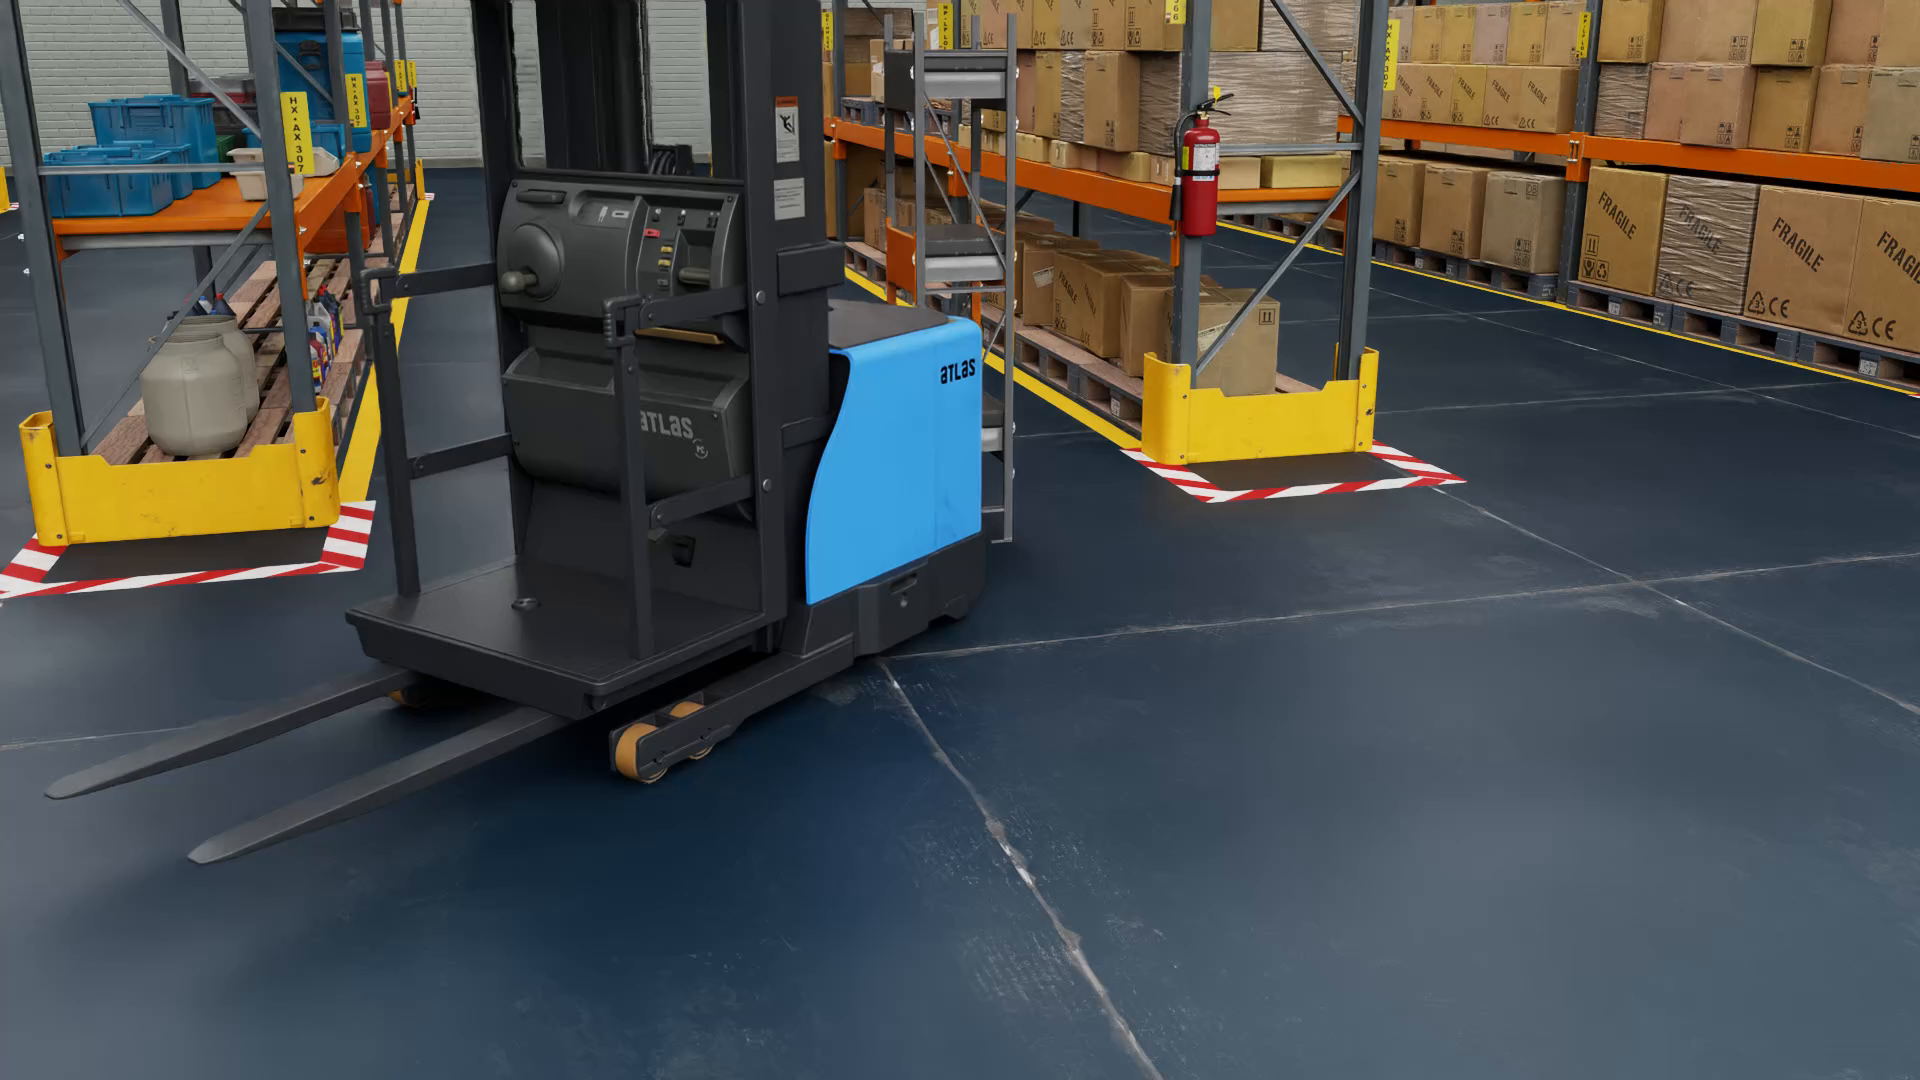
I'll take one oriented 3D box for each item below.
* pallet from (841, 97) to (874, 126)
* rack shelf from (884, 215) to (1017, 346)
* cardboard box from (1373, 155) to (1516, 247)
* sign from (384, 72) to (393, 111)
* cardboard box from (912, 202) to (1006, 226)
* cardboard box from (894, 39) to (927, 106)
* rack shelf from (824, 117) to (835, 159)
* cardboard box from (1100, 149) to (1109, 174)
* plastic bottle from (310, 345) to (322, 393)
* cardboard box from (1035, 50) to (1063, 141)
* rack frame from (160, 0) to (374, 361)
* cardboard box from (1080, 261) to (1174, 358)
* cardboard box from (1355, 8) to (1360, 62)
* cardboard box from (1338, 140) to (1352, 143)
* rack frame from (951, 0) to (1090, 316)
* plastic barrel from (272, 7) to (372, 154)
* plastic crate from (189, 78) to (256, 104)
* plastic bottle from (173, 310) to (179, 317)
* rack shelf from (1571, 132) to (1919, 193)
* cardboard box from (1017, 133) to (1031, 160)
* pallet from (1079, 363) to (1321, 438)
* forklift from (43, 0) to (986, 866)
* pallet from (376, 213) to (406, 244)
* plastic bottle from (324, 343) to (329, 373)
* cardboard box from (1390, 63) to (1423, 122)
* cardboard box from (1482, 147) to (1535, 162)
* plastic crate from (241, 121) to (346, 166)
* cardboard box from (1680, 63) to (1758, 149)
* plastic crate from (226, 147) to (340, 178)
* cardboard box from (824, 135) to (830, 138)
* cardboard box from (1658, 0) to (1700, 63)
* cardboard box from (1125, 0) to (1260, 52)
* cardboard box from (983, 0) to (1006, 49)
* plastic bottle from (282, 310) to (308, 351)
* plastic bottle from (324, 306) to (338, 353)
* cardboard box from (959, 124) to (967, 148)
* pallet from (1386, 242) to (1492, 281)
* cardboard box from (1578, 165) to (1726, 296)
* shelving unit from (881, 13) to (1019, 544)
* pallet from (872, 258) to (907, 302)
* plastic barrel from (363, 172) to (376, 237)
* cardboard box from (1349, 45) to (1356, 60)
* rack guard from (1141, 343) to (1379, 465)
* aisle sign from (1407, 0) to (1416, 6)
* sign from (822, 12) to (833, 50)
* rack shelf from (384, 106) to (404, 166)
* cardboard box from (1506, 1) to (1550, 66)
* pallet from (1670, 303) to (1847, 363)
[{"bbox_3d":[-0.366,-3.806,14.741,1.213,0.211,1.003,-5,17,-15],"label":"pallet"},{"bbox_3d":[-0.045,-1.038,6.806,0.431,0.518,0.480,-5,17,-15],"label":"rack shelf"},{"bbox_3d":[4.457,-3.157,15.429,1.050,0.750,0.750,-4,17,-14],"label":"cardboard box"},{"bbox_3d":[-4.899,-3.818,14.166,0.100,0.325,0.005,-5,17,-15],"label":"sign"},{"bbox_3d":[0.020,-2.453,13.485,0.700,0.500,0.500,-6,18,-20],"label":"cardboard box"},{"bbox_3d":[-0.130,-3.703,13.155,0.797,0.503,0.637,-3,17,-10],"label":"cardboard box"},{"bbox_3d":[-1.214,-4.295,17.287,1.077,0.370,4.000,-5,17,-15],"label":"rack shelf"},{"bbox_3d":[0.989,-2.093,9.142,0.380,0.149,0.250,-5,17,-15],"label":"cardboard box"},{"bbox_3d":[-3.426,-0.912,8.752,0.097,0.271,0.097,0,17,0],"label":"plastic bottle"},{"bbox_3d":[0.935,-2.628,9.796,0.875,0.500,0.500,-5,17,-15],"label":"cardboard box"},{"bbox_3d":[-4.327,-2.588,10.355,1.000,3.000,0.127,-5,17,-15],"label":"rack frame"},{"bbox_3d":[1.028,-1.389,9.977,0.500,0.500,0.500,-3,17,-10],"label":"cardboard box"},{"bbox_3d":[4.246,-4.852,15.980,0.700,0.500,0.500,-5,17,-16],"label":"cardboard box"},{"bbox_3d":[4.036,-4.164,17.911,0.500,0.250,0.500,-5,17,-16],"label":"cardboard box"},{"bbox_3d":[0.435,-2.980,11.658,1.000,3.000,0.127,-5,17,-15],"label":"rack frame"},{"bbox_3d":[-4.142,-2.959,10.718,0.600,0.901,0.708,-5,17,-15],"label":"plastic barrel"},{"bbox_3d":[-4.754,-2.729,10.711,0.402,0.464,0.583,-5,17,-15],"label":"plastic crate"},{"bbox_3d":[-4.336,-1.104,9.255,0.144,0.351,0.185,-5,17,-16],"label":"plastic bottle"},{"bbox_3d":[5.782,-2.446,11.133,1.077,0.370,4.000,-5,17,-15],"label":"rack shelf"},{"bbox_3d":[0.572,-2.433,10.273,0.380,0.149,0.250,-5,17,-15],"label":"cardboard box"},{"bbox_3d":[1.324,-0.787,9.204,1.003,0.211,1.213,-5,17,-15],"label":"pallet"},{"bbox_3d":[-1.145,-0.875,4.771,1.130,2.935,3.031,11,20,32],"label":"forklift"},{"bbox_3d":[-6.354,-3.249,17.401,1.003,0.211,1.213,-5,17,-15],"label":"pallet"},{"bbox_3d":[-3.575,-1.028,9.261,0.097,0.201,0.097,0,17,0],"label":"plastic bottle"},{"bbox_3d":[4.277,-4.073,15.123,0.500,0.500,0.500,-5,17,-15],"label":"cardboard box"},{"bbox_3d":[7.696,-5.132,22.548,0.875,0.438,0.875,-5,17,-16],"label":"cardboard box"},{"bbox_3d":[-3.762,-2.232,9.429,0.499,0.251,0.616,-5,17,-15],"label":"plastic crate"},{"bbox_3d":[5.553,-3.006,11.484,0.875,0.550,0.550,-5,17,-15],"label":"cardboard box"},{"bbox_3d":[-3.637,-2.033,8.964,0.530,0.136,0.437,-5,17,-15],"label":"plastic crate"},{"bbox_3d":[-1.071,-3.710,17.051,1.225,0.875,0.875,-5,17,-15],"label":"cardboard box"},{"bbox_3d":[5.563,-3.685,11.869,0.875,0.550,0.550,-5,17,-15],"label":"cardboard box"},{"bbox_3d":[1.146,-2.675,8.215,0.500,0.500,0.500,-5,17,-15],"label":"cardboard box"},{"bbox_3d":[0.453,-3.366,10.516,0.500,0.500,0.500,-5,17,-15],"label":"cardboard box"},{"bbox_3d":[-3.956,-1.267,9.927,0.152,0.276,0.135,-5,17,-15],"label":"plastic bottle"},{"bbox_3d":[-3.735,-1.248,9.849,0.061,0.283,0.133,-4,17,-12],"label":"plastic bottle"},{"bbox_3d":[0.205,-2.776,11.417,0.380,0.149,0.250,-5,17,-15],"label":"cardboard box"},{"bbox_3d":[4.608,-2.554,15.088,1.003,0.211,1.213,-5,17,-15],"label":"pallet"},{"bbox_3d":[5.337,-2.348,12.518,0.875,0.875,0.875,-4,17,-14],"label":"cardboard box"},{"bbox_3d":[-0.045,-1.051,6.802,0.431,2.100,0.503,-5,17,-15],"label":"shelving unit"},{"bbox_3d":[-0.119,-2.198,13.902,1.003,0.211,1.213,-5,17,-15],"label":"pallet"},{"bbox_3d":[-5.888,-3.187,15.811,0.600,0.588,0.708,-5,17,-15],"label":"plastic barrel"},{"bbox_3d":[4.191,-4.961,16.925,0.380,0.149,0.250,-5,17,-15],"label":"cardboard box"},{"bbox_3d":[1.514,-0.697,8.405,1.175,0.500,0.348,-5,17,-15],"label":"rack guard"},{"bbox_3d":[6.944,-8.372,25.091,0.394,0.787,0.004,-5,17,-15],"label":"aisle sign"},{"bbox_3d":[-1.197,-4.596,15.026,0.100,0.325,0.005,-5,17,-15],"label":"sign"},{"bbox_3d":[-5.976,-3.903,15.983,1.077,0.370,4.000,-5,17,-15],"label":"rack shelf"},{"bbox_3d":[4.947,-4.150,13.641,0.700,0.500,0.500,-5,17,-16],"label":"cardboard box"},{"bbox_3d":[5.705,-1.454,11.426,1.003,0.211,1.213,-5,17,-15],"label":"pallet"}]
